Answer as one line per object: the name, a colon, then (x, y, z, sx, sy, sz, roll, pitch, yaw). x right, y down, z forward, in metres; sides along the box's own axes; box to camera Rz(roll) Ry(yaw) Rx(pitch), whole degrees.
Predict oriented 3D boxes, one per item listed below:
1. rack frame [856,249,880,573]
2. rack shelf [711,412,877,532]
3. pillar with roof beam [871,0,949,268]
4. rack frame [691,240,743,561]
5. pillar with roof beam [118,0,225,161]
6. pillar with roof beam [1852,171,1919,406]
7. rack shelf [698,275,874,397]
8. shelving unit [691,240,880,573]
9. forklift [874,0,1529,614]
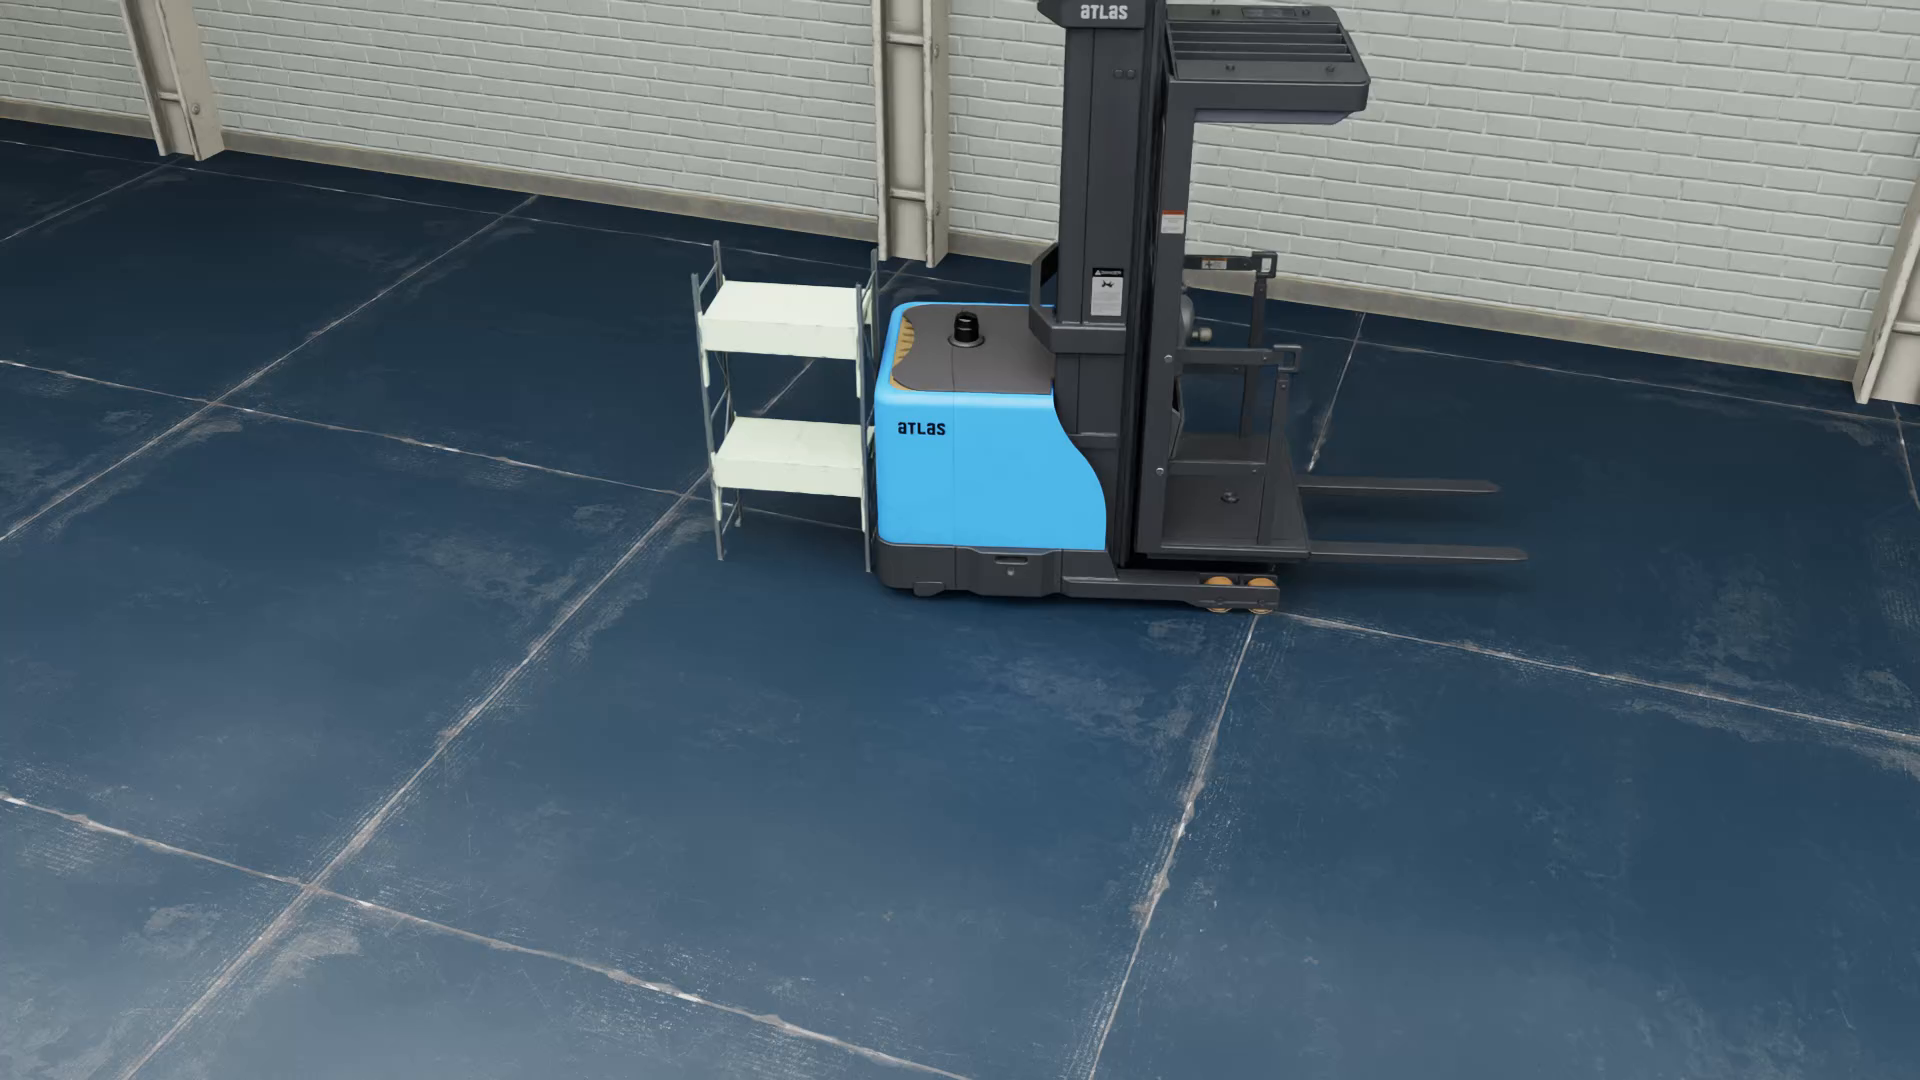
rack frame: (-0.414, -0.579, 7.764, 0.023, 1.500, 0.400, 4, 33, 7)
rack shelf: (-0.776, -0.333, 7.984, 0.720, 0.370, 0.431, 4, 33, 7)
pillar with roof beam: (-1.762, -3.505, 5.382, 0.400, 9.000, 9.100, 11, 34, 16)
rack frame: (-1.139, -0.634, 7.850, 0.023, 1.500, 0.400, 4, 33, 7)
pillar with roof beam: (-7.410, -4.603, 7.083, 0.400, 9.000, 9.100, 11, 34, 16)
pillar with roof beam: (3.886, -2.407, 3.681, 0.400, 9.000, 9.100, 11, 34, 16)
rack shelf: (-0.776, -0.935, 7.595, 0.720, 0.370, 0.431, 4, 33, 7)
shelving unit: (-0.776, -0.607, 7.807, 0.755, 1.500, 0.431, 4, 33, 7)
forklift: (1.144, -1.186, 7.385, 3.031, 2.935, 1.130, 2, 33, 3)
